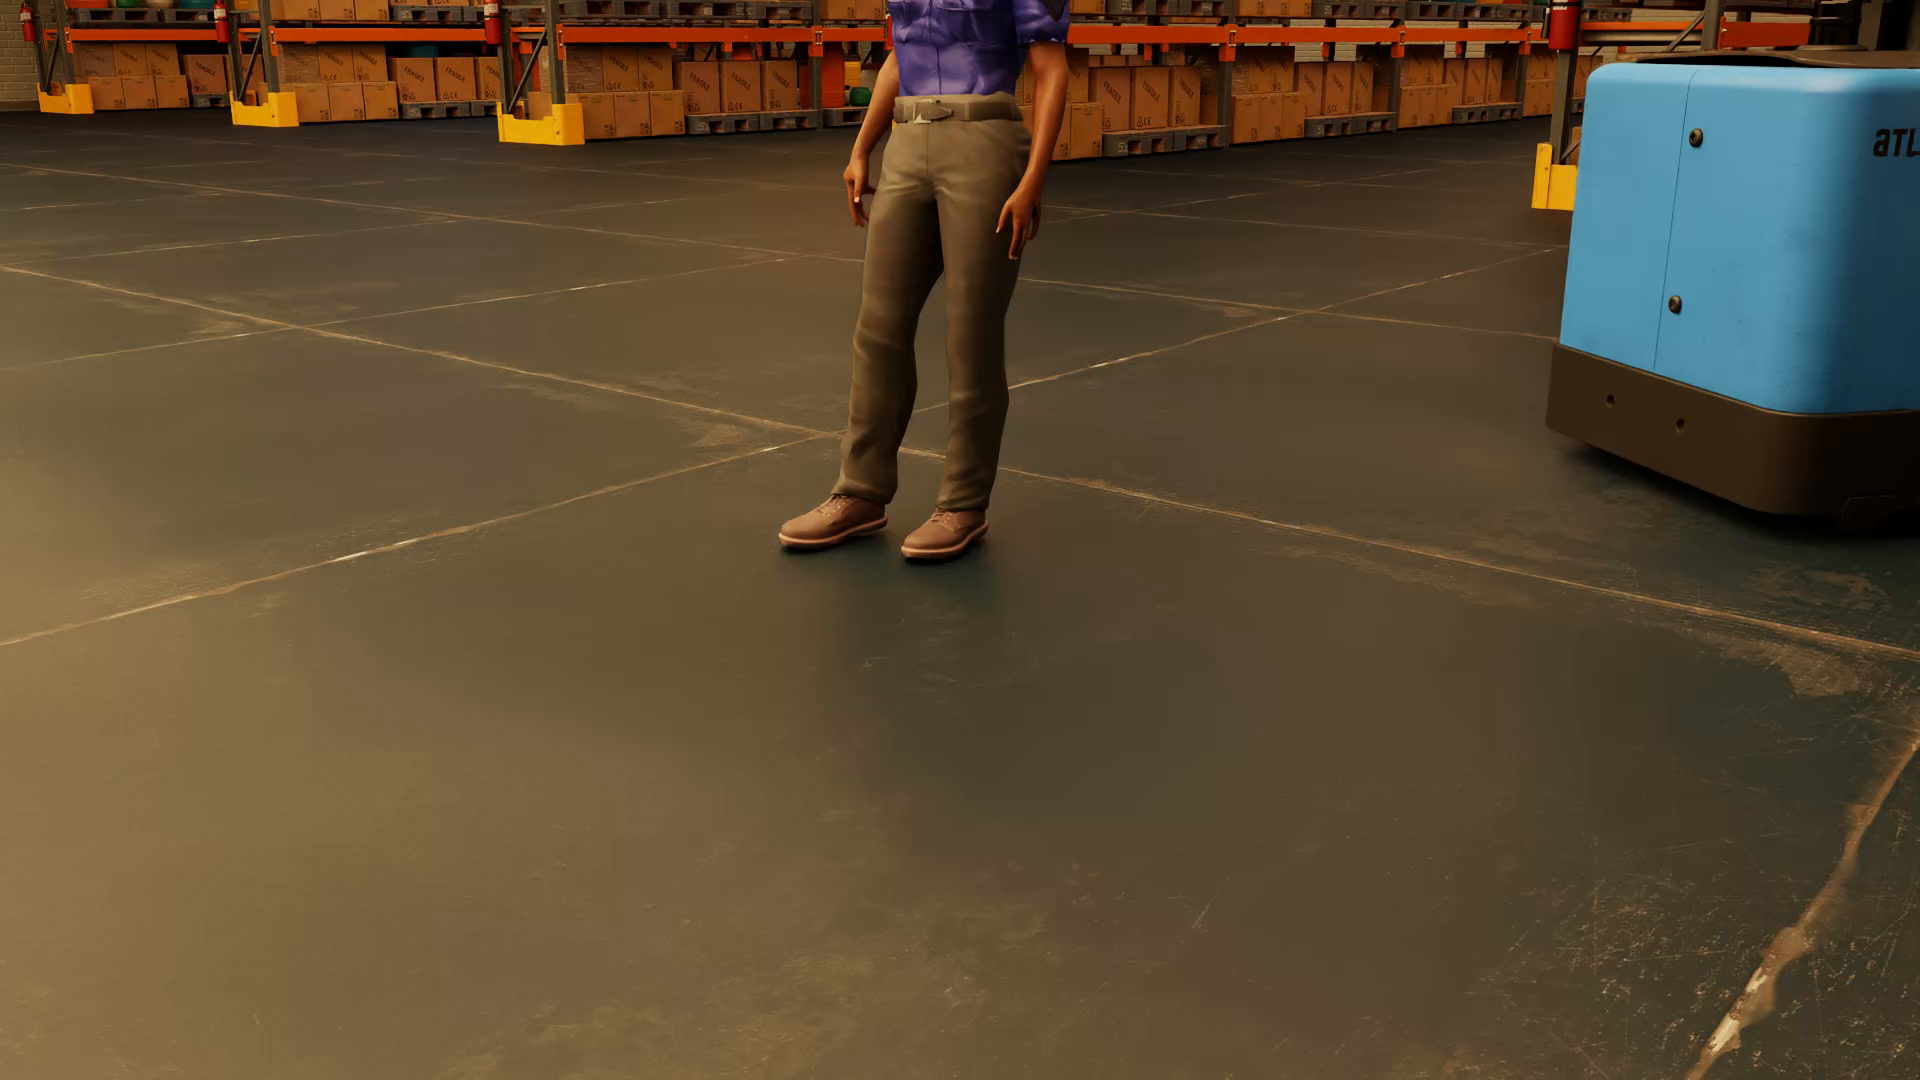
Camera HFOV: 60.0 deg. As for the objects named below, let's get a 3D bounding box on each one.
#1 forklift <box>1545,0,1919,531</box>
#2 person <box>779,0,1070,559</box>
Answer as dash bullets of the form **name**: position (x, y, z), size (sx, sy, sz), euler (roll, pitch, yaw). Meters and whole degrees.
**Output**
- **forklift**: position (3.250, -1.625, 4.250), size (3.031, 2.935, 1.130), euler (-4, 17, -12)
- **person**: position (-0.071, -0.783, 3.647), size (0.569, 1.655, 0.504), euler (13, 21, 37)
